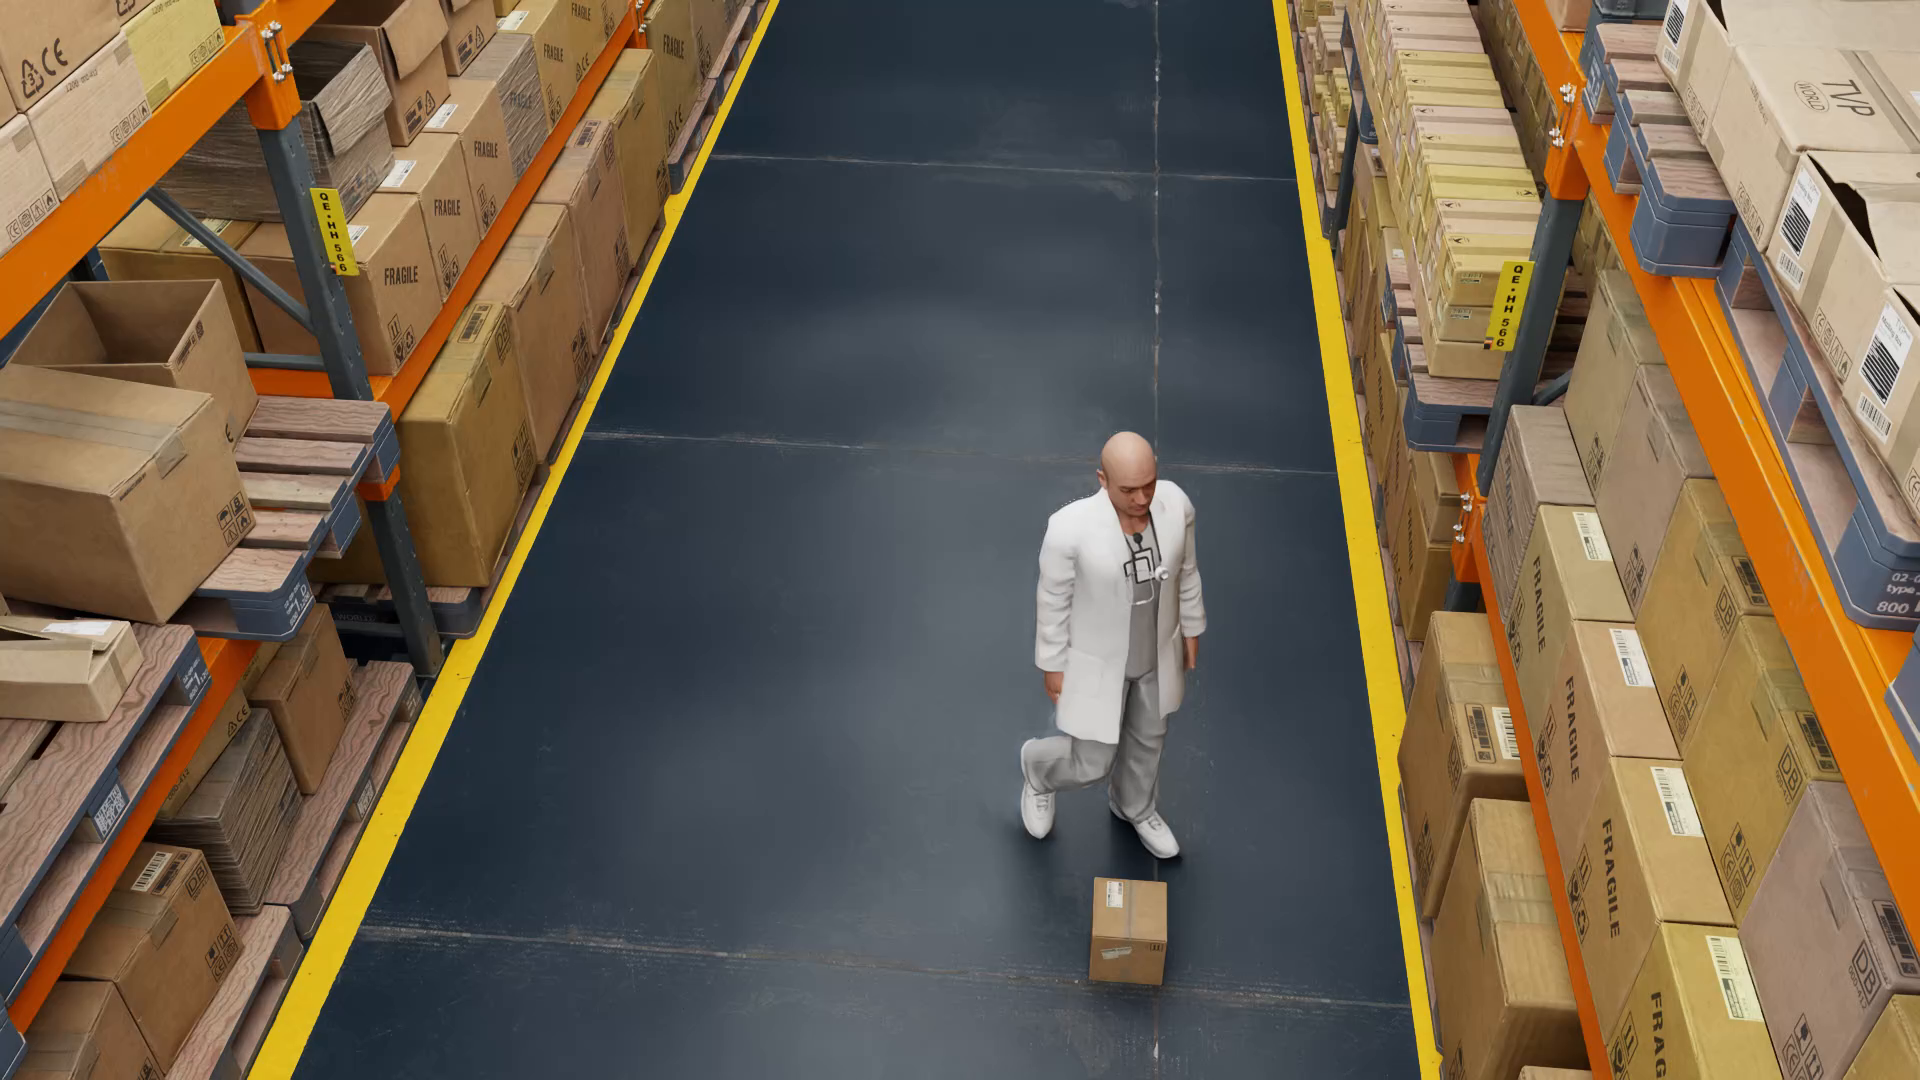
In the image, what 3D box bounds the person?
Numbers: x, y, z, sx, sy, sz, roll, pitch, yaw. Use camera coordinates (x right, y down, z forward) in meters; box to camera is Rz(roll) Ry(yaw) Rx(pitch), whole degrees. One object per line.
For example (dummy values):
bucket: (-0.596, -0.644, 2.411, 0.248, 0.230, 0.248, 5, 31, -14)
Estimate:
person: (0.556, 0.368, 5.707, 0.630, 1.777, 0.569, -15, 42, -18)
